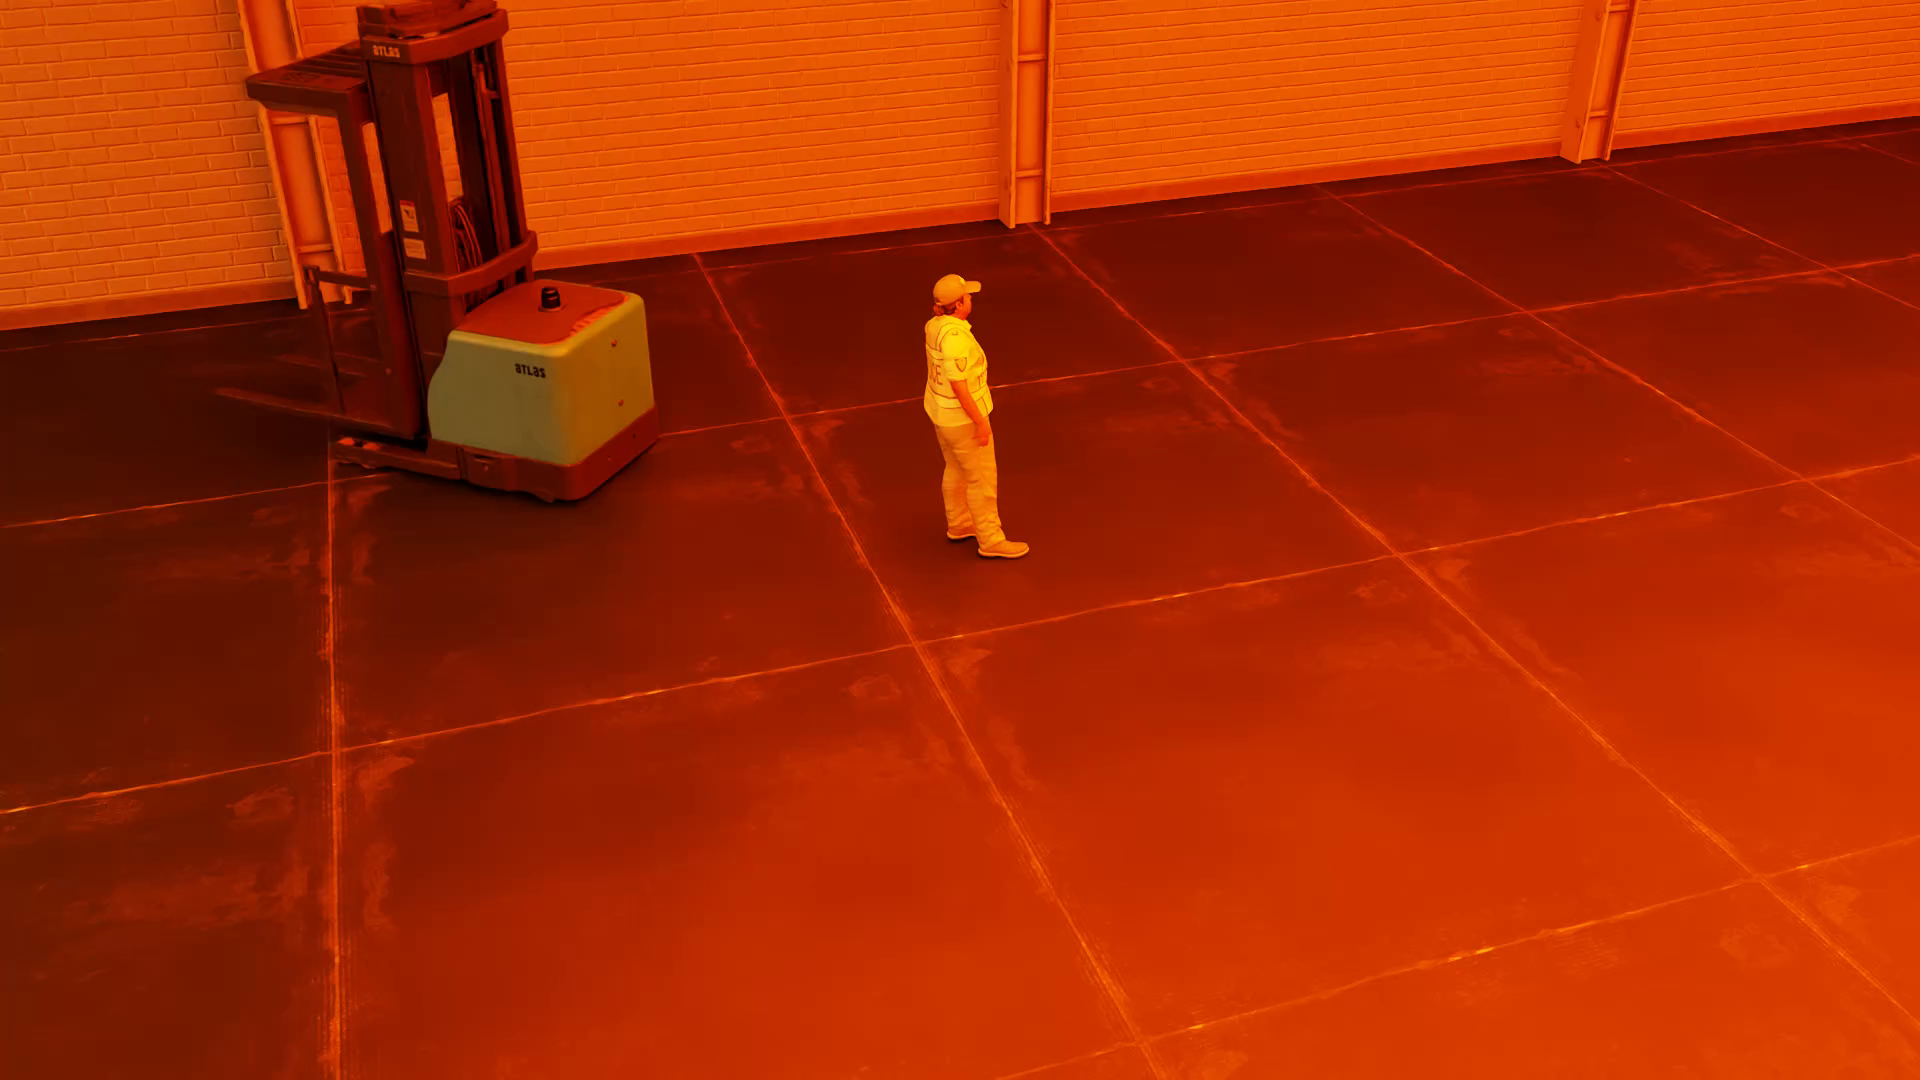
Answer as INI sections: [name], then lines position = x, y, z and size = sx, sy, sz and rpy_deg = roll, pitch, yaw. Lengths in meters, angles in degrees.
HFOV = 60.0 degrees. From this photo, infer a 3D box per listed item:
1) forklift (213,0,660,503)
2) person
[forklift]
position = -3.568, -1.962, 10.498
size = 3.031, 2.935, 1.130
rpy_deg = 11, 32, 19
[person]
position = 0.080, -0.730, 9.609
size = 0.529, 1.670, 0.598
rpy_deg = -10, 31, -16
